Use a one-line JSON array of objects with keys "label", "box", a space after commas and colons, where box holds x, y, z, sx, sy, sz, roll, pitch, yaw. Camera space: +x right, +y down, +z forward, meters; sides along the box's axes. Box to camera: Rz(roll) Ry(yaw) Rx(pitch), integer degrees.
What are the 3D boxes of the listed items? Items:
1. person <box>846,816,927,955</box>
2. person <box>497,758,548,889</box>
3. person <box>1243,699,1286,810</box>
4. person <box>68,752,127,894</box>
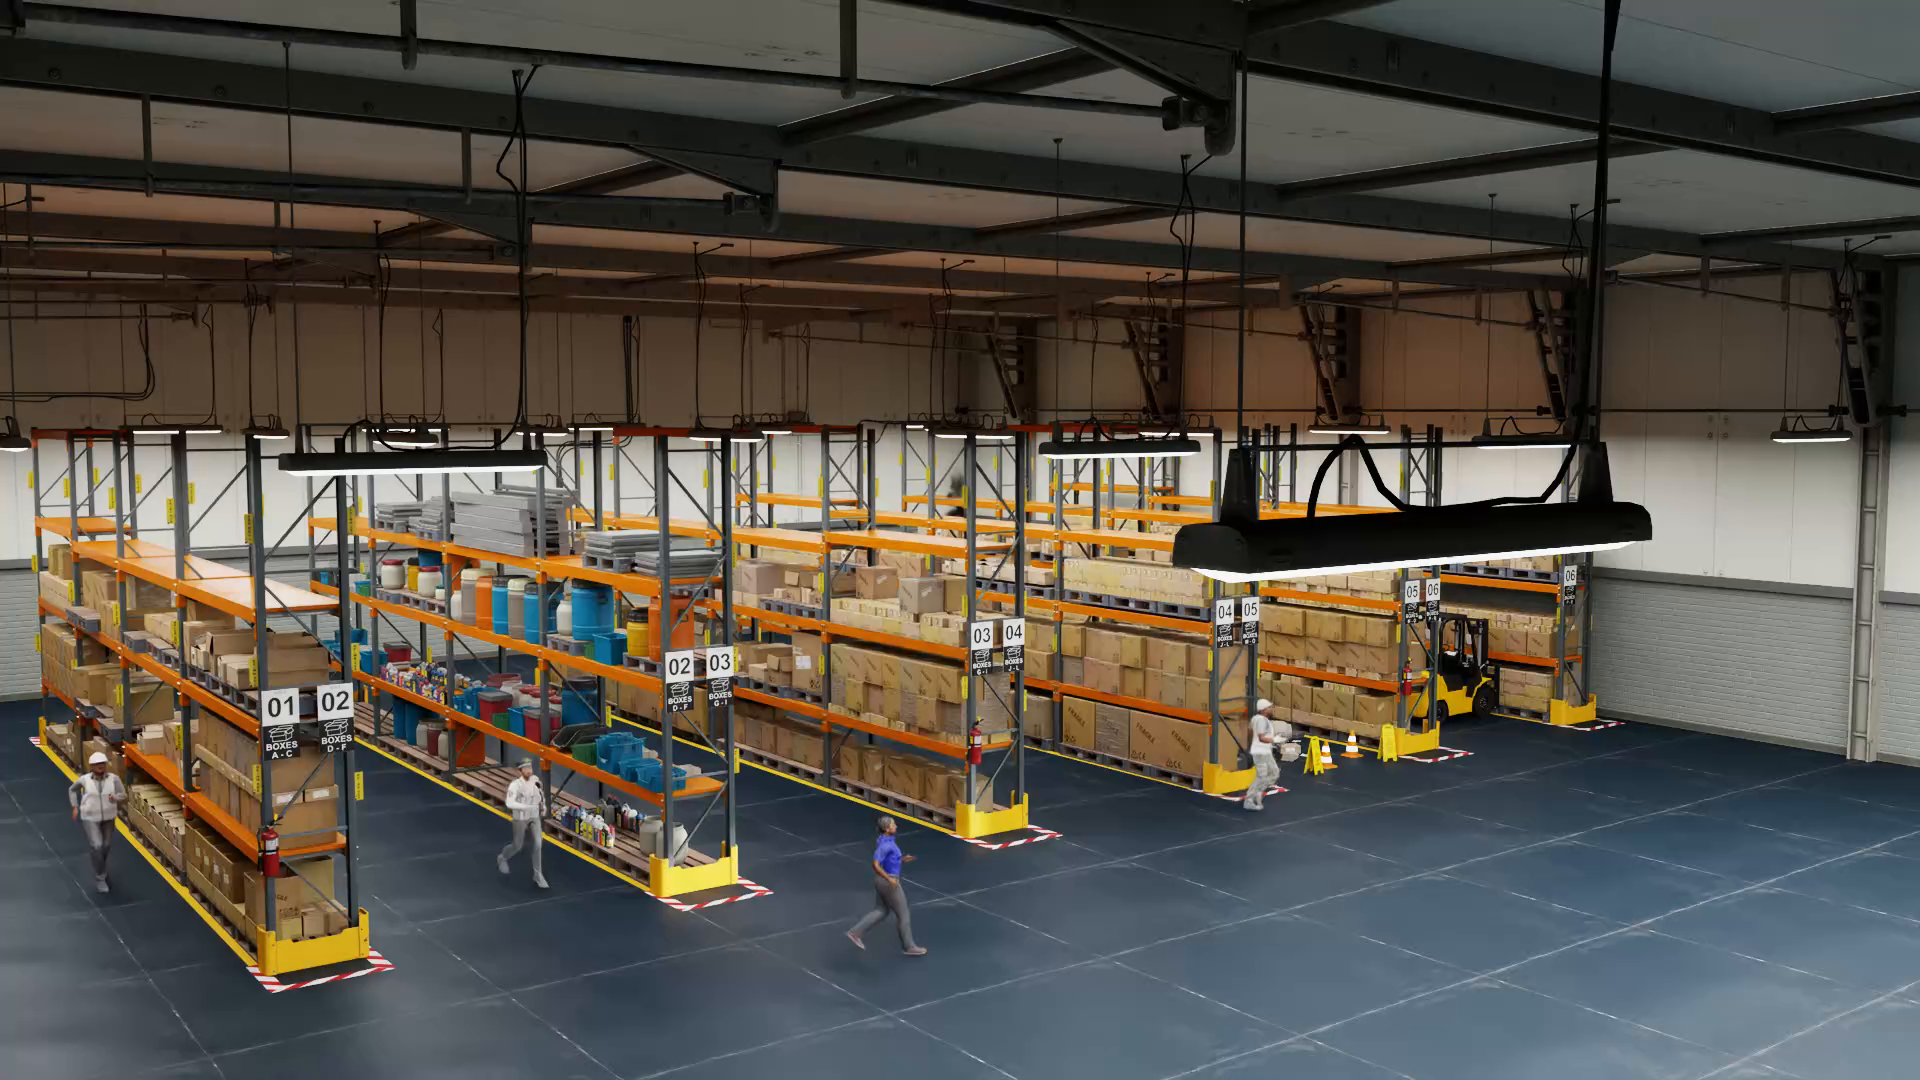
[{"label": "person", "box": [-0.845, 3.986, 19.171, 0.931, 1.634, 0.581, -1, 5, -14]}, {"label": "person", "box": [-5.827, 3.737, 22.260, 0.622, 1.717, 0.937, -4, 6, -43]}, {"label": "person", "box": [4.835, 3.394, 26.333, 0.656, 1.761, 0.685, 1, 5, 11]}, {"label": "person", "box": [-11.403, 3.705, 22.038, 0.627, 1.824, 0.868, -4, 6, -42]}]
